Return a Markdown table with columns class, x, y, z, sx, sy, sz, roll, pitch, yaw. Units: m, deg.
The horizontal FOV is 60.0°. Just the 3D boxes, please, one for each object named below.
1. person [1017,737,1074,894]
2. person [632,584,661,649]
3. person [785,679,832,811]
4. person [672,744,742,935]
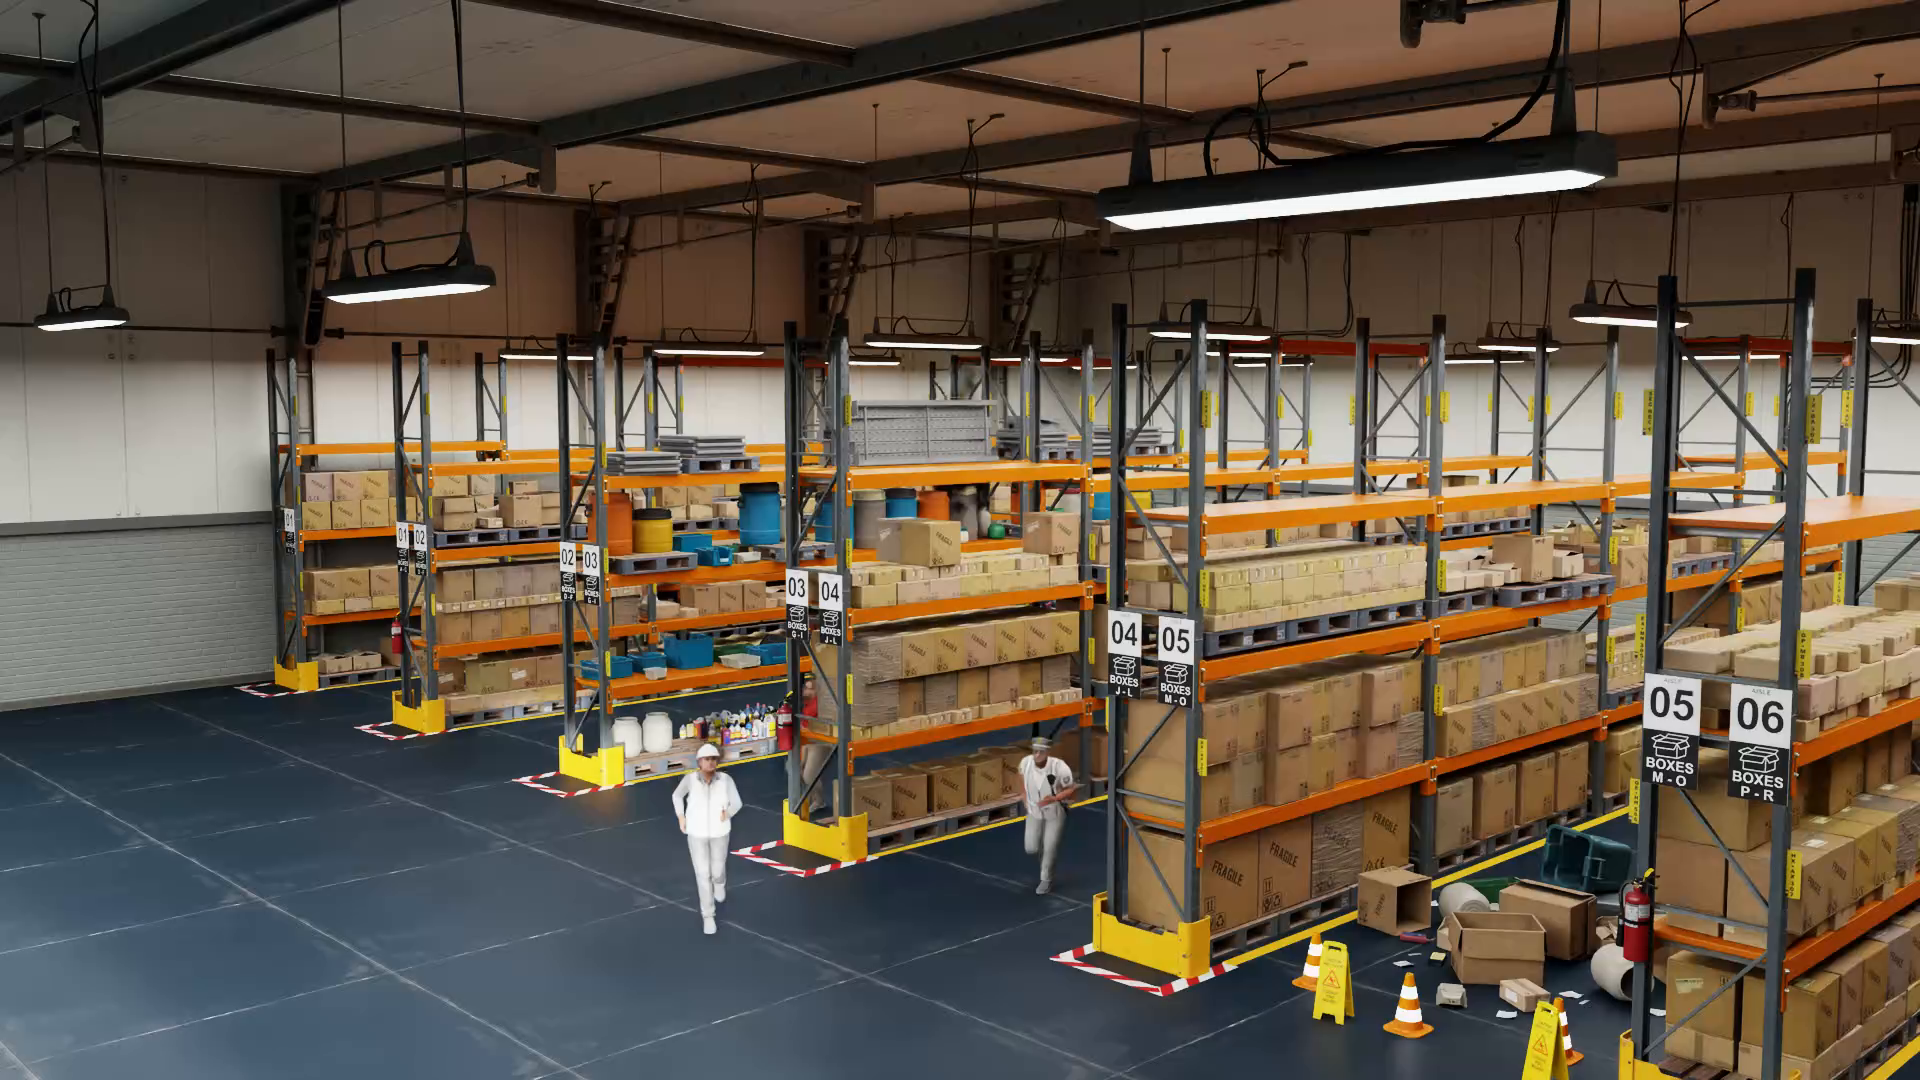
| class | x | y | z | sx | sy | sz | roll | pitch | yaw |
| --- | --- | --- | --- | --- | --- | --- | --- | --- | --- |
| person | 0.870 | 2.842 | 17.264 | 0.652 | 1.698 | 0.747 | 1 | 5 | 16 |
| person | -5.797 | 1.647 | 30.679 | 0.705 | 1.806 | 0.848 | 5 | 7 | 43 |
| person | -1.850 | 2.556 | 20.636 | 0.590 | 1.688 | 0.752 | -4 | 6 | -40 |
| person | -2.479 | 2.870 | 16.343 | 0.671 | 1.776 | 0.955 | -1 | 5 | -13 |
